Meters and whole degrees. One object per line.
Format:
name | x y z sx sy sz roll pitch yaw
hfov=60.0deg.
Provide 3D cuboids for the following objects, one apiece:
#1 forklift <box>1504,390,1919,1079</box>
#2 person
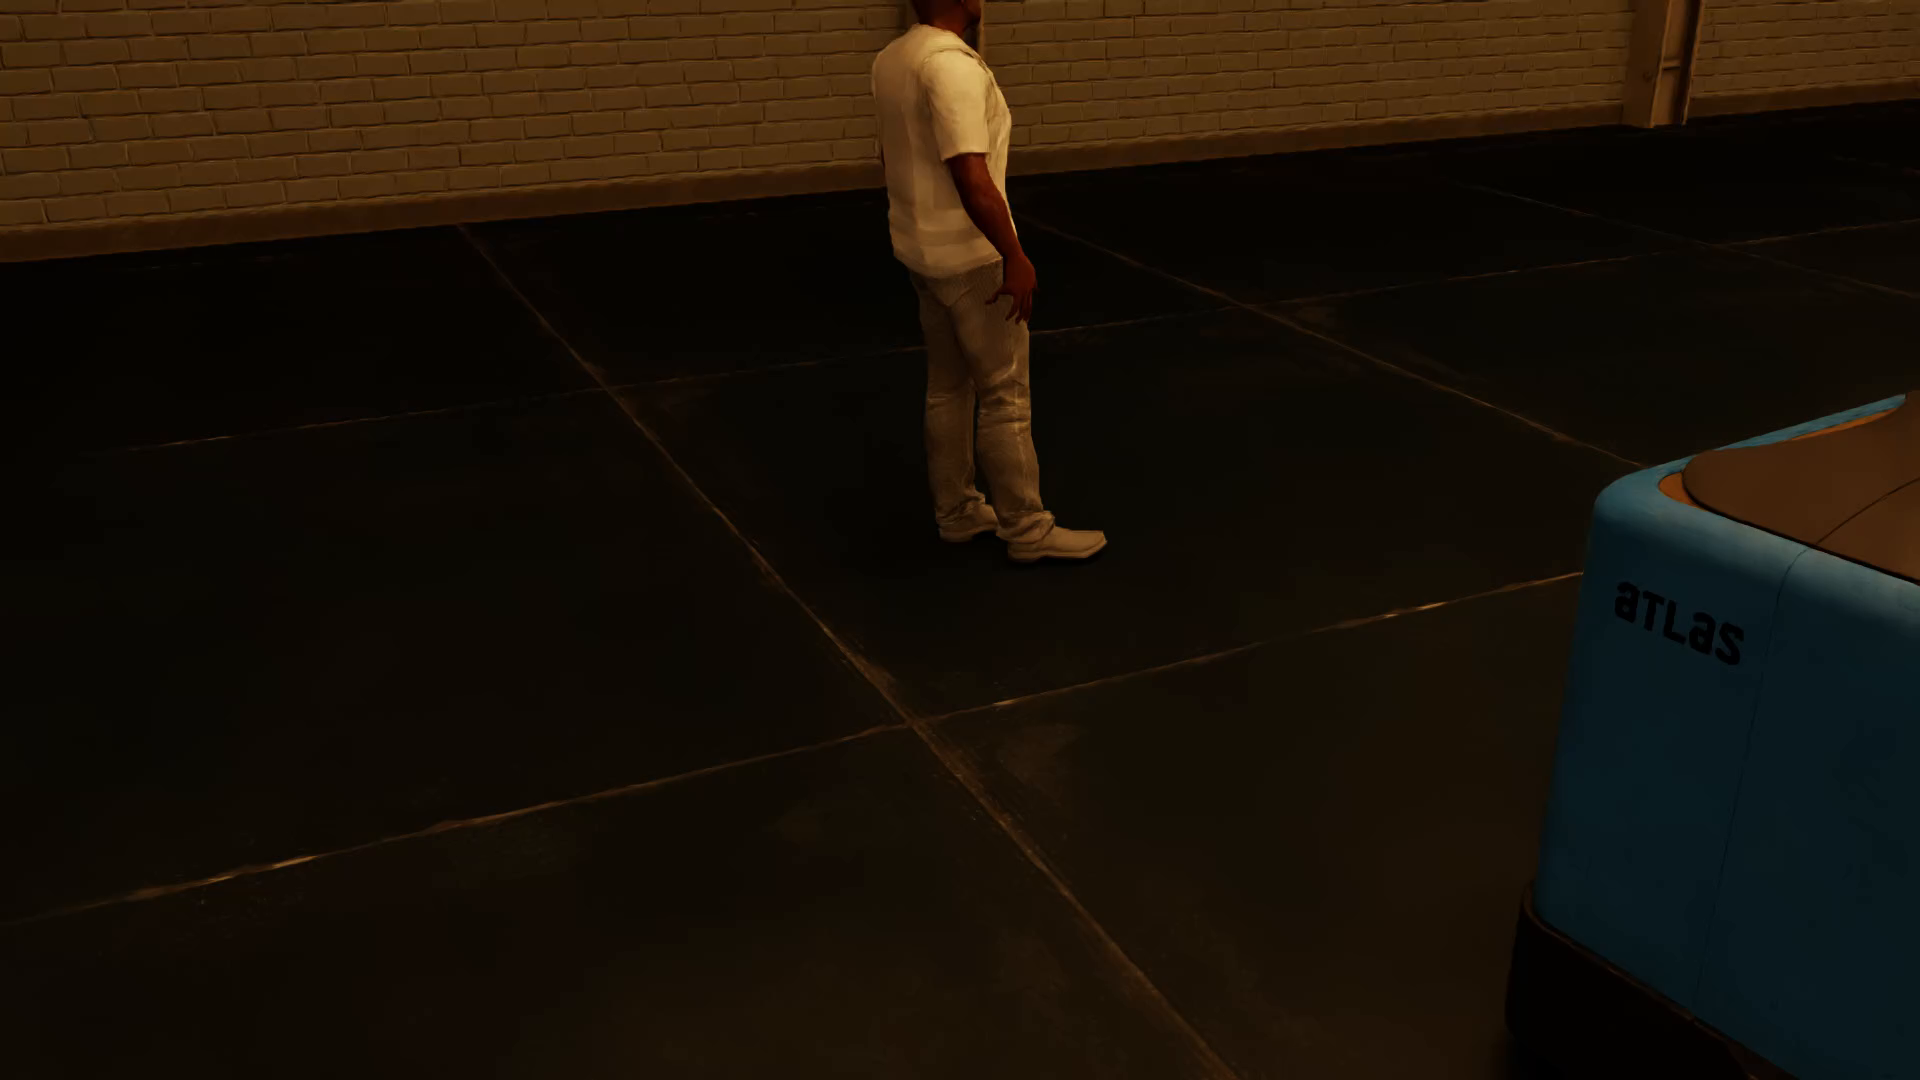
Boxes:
forklift | 2.169 -0.076 1.470 1.130 2.935 3.031 -14 26 -30
person | 0.065 -0.831 4.788 0.576 1.766 0.665 -10 25 -23
